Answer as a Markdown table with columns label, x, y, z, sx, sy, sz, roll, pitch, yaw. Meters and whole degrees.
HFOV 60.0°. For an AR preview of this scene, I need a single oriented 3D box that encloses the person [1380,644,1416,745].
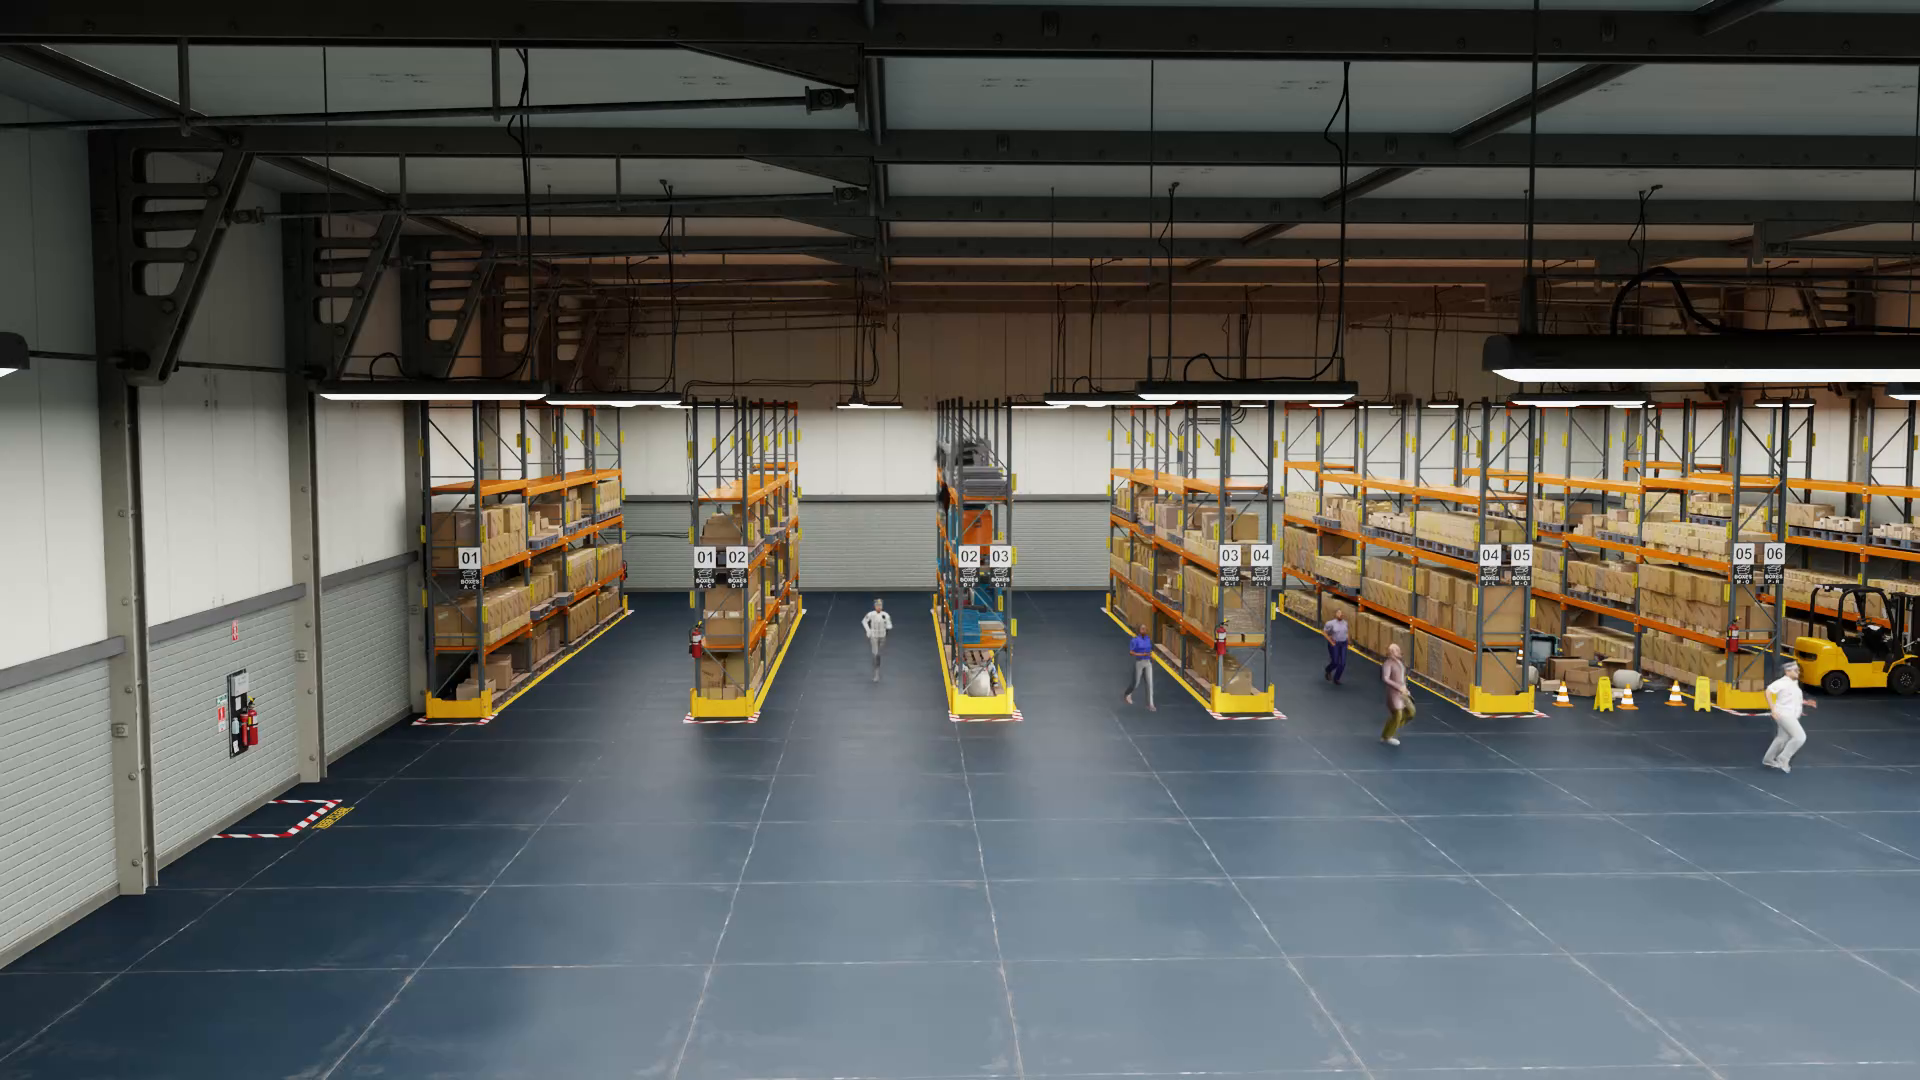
| label | x | y | z | sx | sy | sz | roll | pitch | yaw |
| --- | --- | --- | --- | --- | --- | --- | --- | --- | --- |
| person | 7.522 | 2.648 | 28.580 | 0.593 | 1.737 | 0.721 | 4 | 6 | 41 |

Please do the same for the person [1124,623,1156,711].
| label | x | y | z | sx | sy | sz | roll | pitch | yaw |
| --- | --- | --- | --- | --- | --- | --- | --- | --- | --- |
| person | 3.494 | 2.412 | 31.931 | 0.589 | 1.634 | 0.945 | -2 | 5 | -24 |

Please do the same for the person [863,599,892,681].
| label | x | y | z | sx | sy | sz | roll | pitch | yaw |
| --- | --- | --- | --- | --- | --- | --- | --- | --- | --- |
| person | -1.758 | 2.124 | 35.682 | 0.598 | 1.749 | 0.785 | -1 | 5 | -15 |

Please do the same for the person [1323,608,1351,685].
| label | x | y | z | sx | sy | sz | roll | pitch | yaw |
| --- | --- | --- | --- | --- | --- | --- | --- | --- | --- |
| person | 7.928 | 2.231 | 34.878 | 0.585 | 1.600 | 0.541 | -1 | 5 | -15 |

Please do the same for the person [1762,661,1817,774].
| label | x | y | z | sx | sy | sz | roll | pitch | yaw |
| --- | --- | --- | --- | --- | --- | --- | --- | --- | --- |
| person | 13.177 | 2.812 | 26.421 | 0.781 | 1.798 | 0.653 | 4 | 6 | 43 |
